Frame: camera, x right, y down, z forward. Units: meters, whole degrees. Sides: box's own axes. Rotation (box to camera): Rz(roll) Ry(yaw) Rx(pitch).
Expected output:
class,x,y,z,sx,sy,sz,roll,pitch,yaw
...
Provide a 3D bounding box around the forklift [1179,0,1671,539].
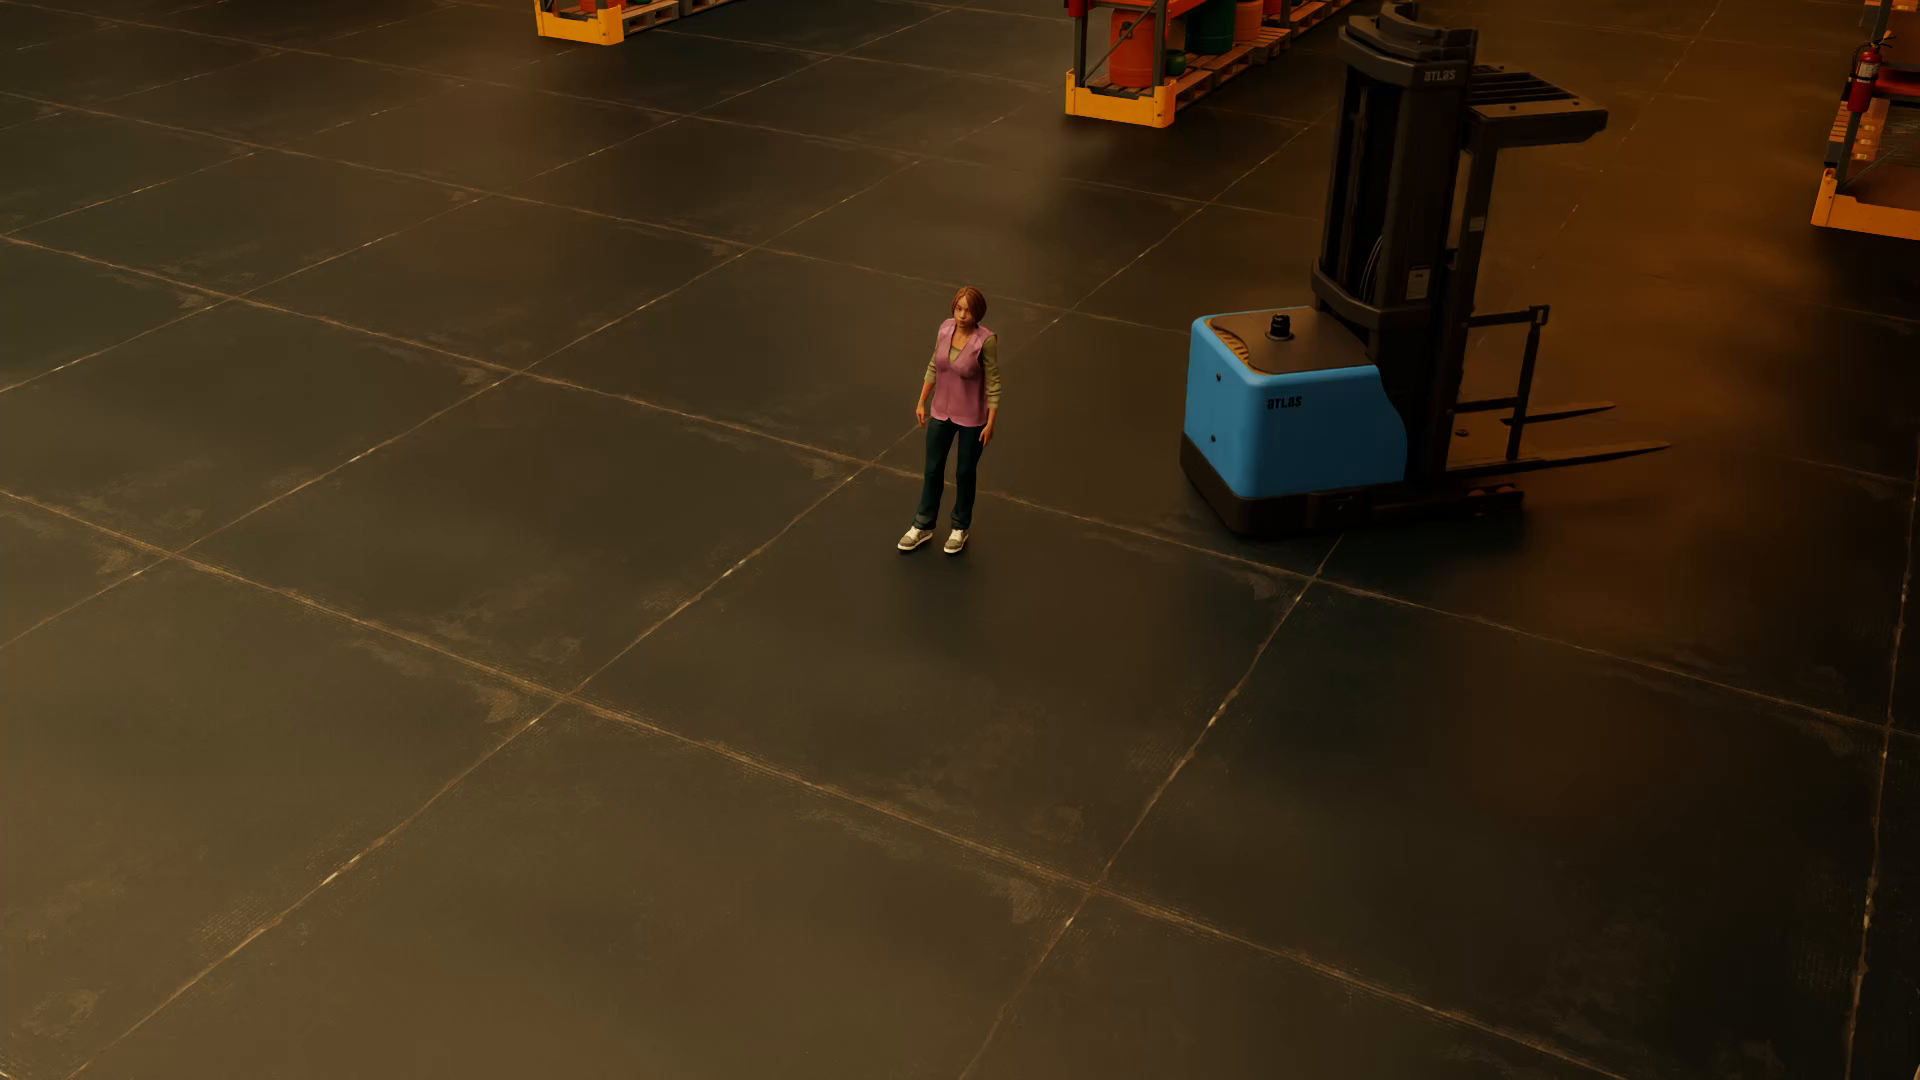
class,x,y,z,sx,sy,sz,roll,pitch,yaw
forklift,2.986,-1.661,9.948,3.031,2.935,1.130,-7,31,-12

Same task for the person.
class,x,y,z,sx,sy,sz,roll,pitch,yaw
person,-0.048,-0.668,9.549,0.520,1.600,0.472,15,33,25
